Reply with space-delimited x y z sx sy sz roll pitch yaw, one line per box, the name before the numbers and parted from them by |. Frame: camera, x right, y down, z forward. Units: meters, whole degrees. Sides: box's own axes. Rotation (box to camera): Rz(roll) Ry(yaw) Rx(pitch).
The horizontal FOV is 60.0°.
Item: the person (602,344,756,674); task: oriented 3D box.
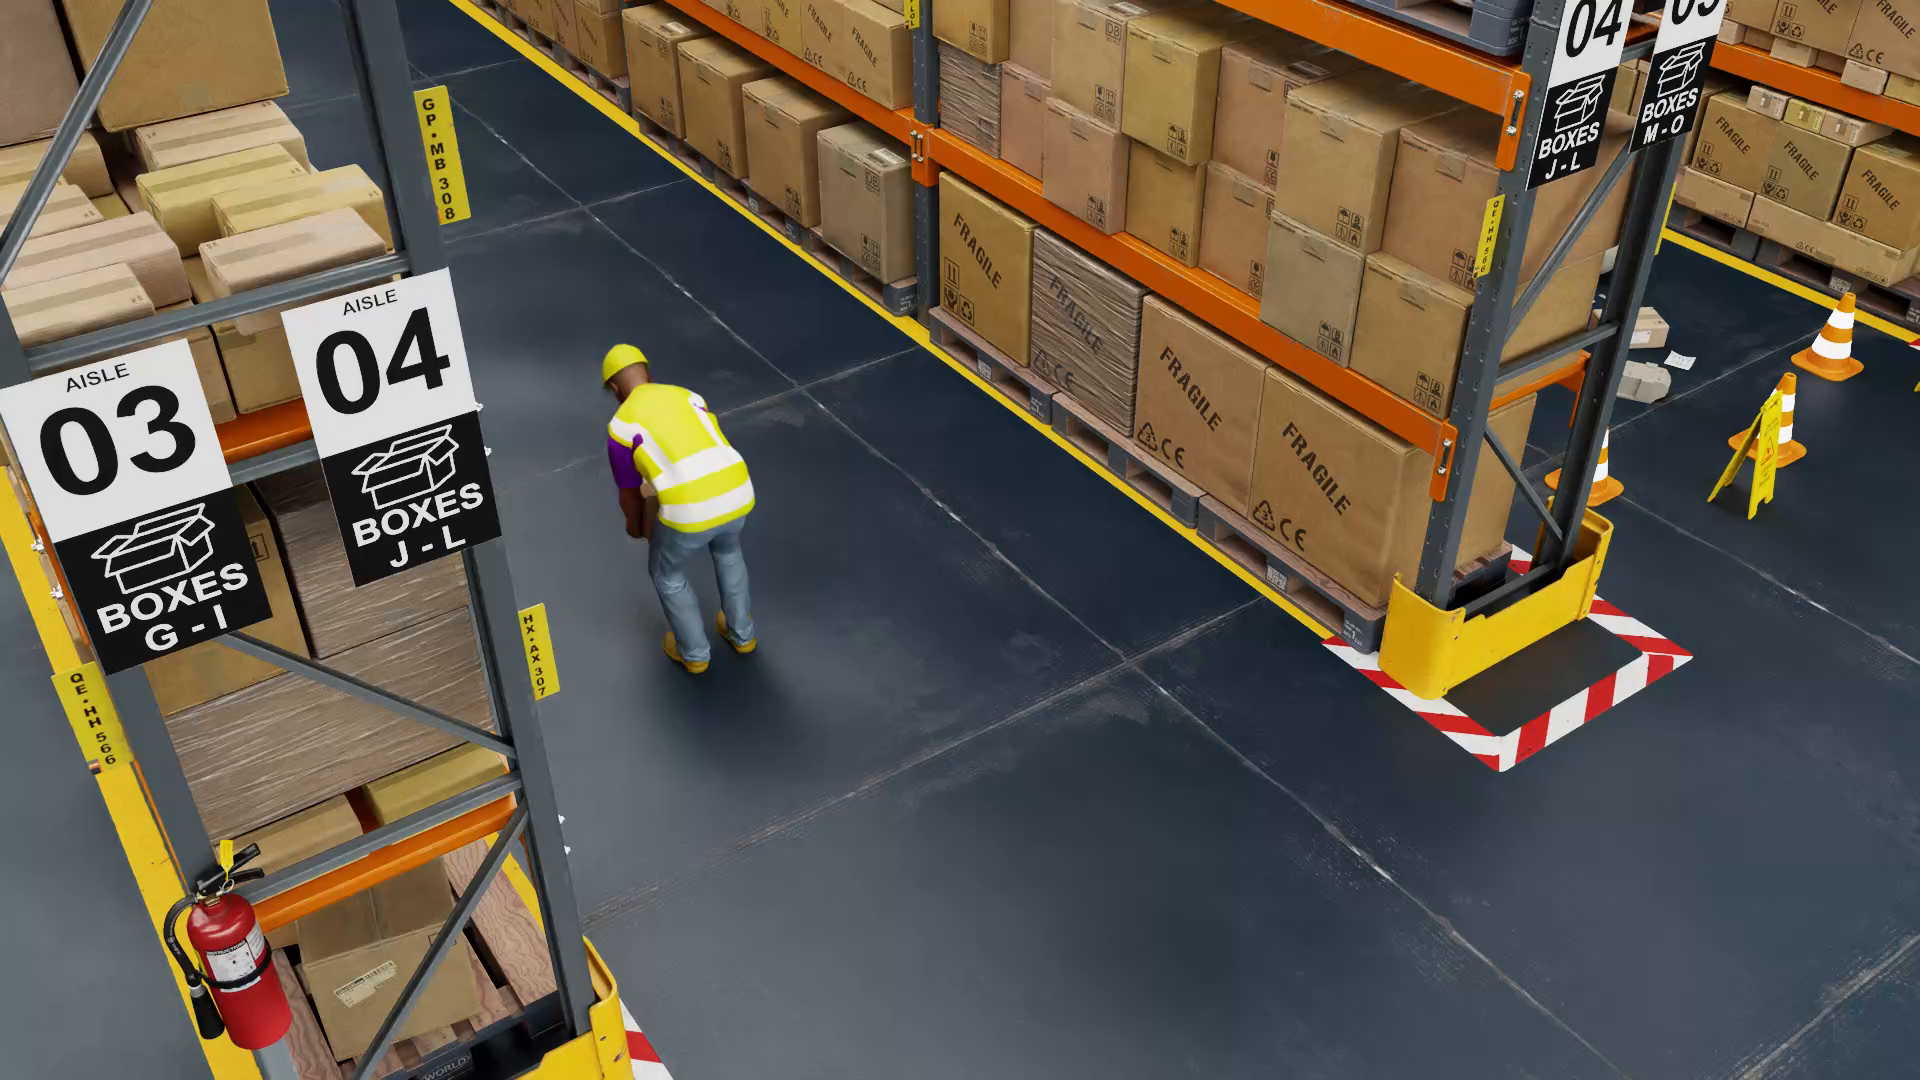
person | -1.286 -0.142 7.505 0.490 1.376 0.898 -24 42 -29
